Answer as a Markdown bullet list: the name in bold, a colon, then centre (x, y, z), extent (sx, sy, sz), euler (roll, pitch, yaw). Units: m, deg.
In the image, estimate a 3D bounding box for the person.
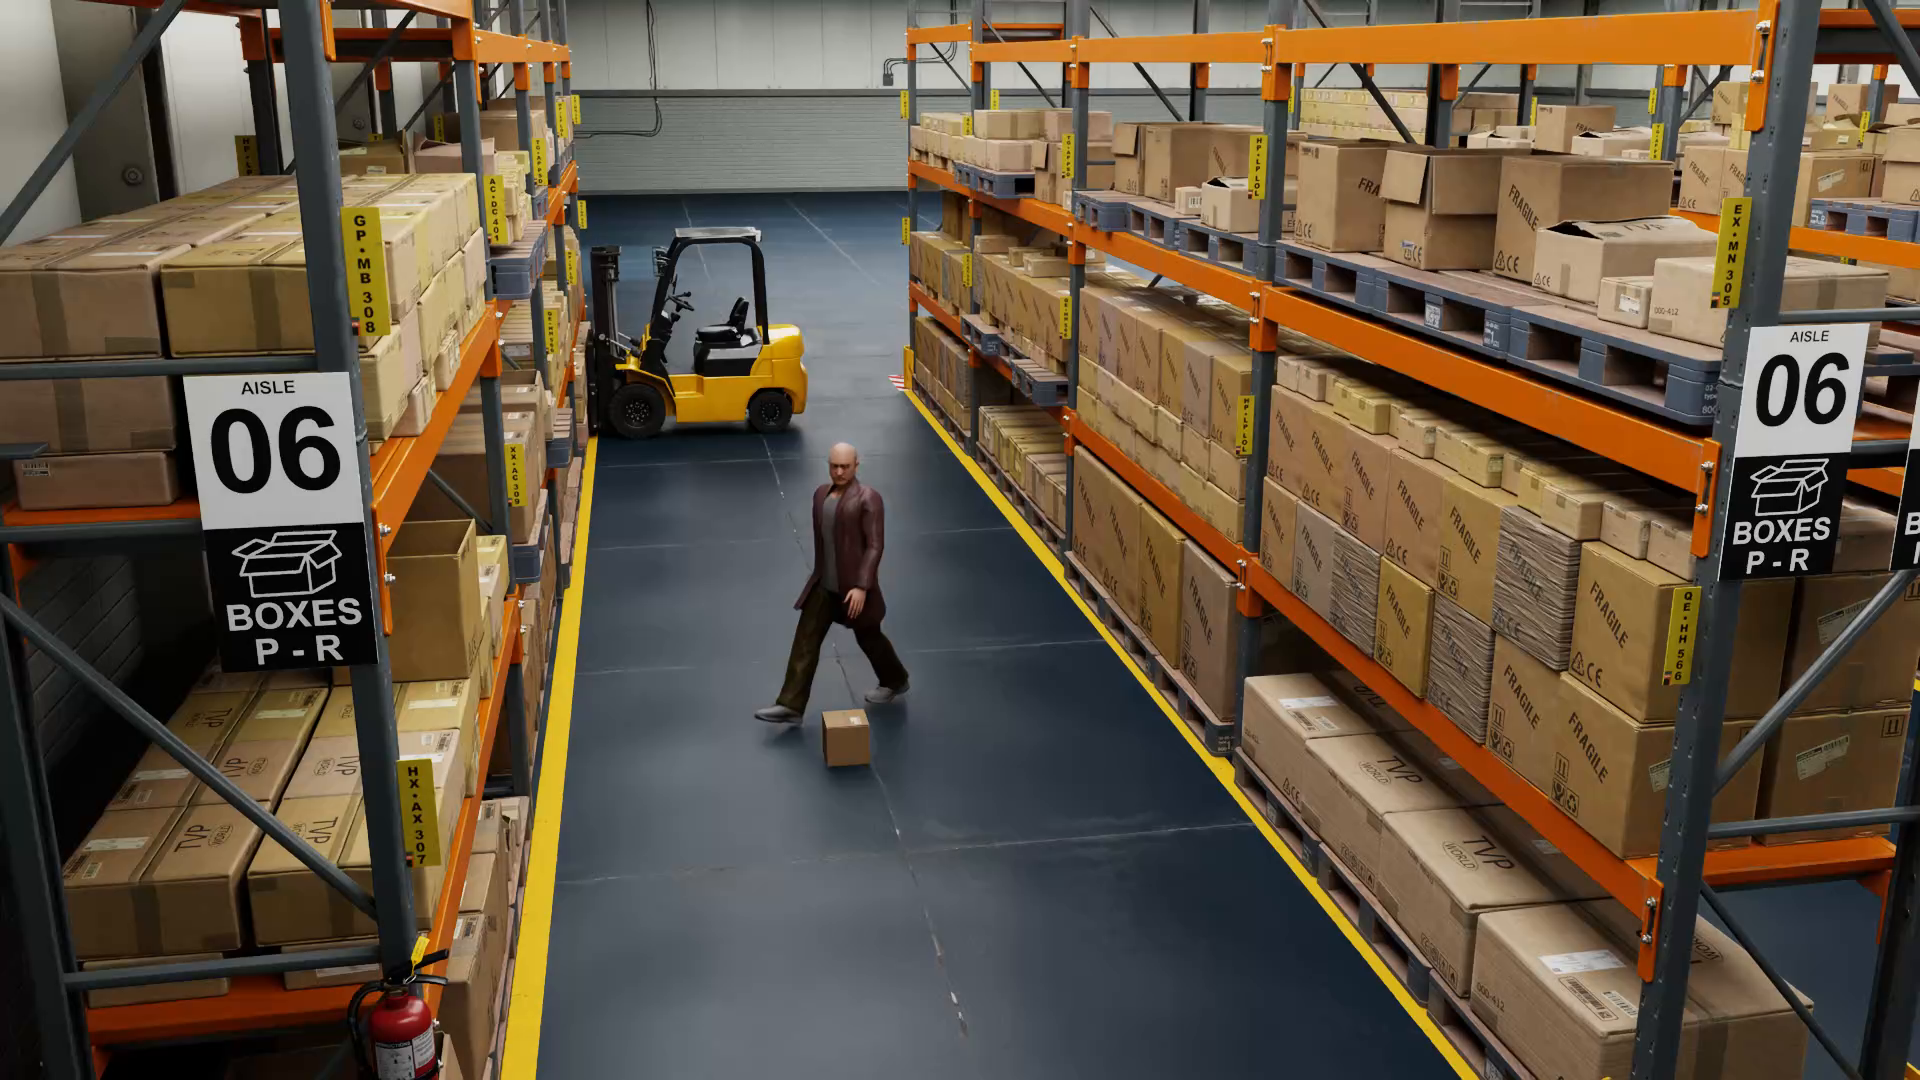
- **person**: centre (-0.772, 0.273, 10.175), extent (0.619, 1.719, 1.115), euler (10, 19, 32)
